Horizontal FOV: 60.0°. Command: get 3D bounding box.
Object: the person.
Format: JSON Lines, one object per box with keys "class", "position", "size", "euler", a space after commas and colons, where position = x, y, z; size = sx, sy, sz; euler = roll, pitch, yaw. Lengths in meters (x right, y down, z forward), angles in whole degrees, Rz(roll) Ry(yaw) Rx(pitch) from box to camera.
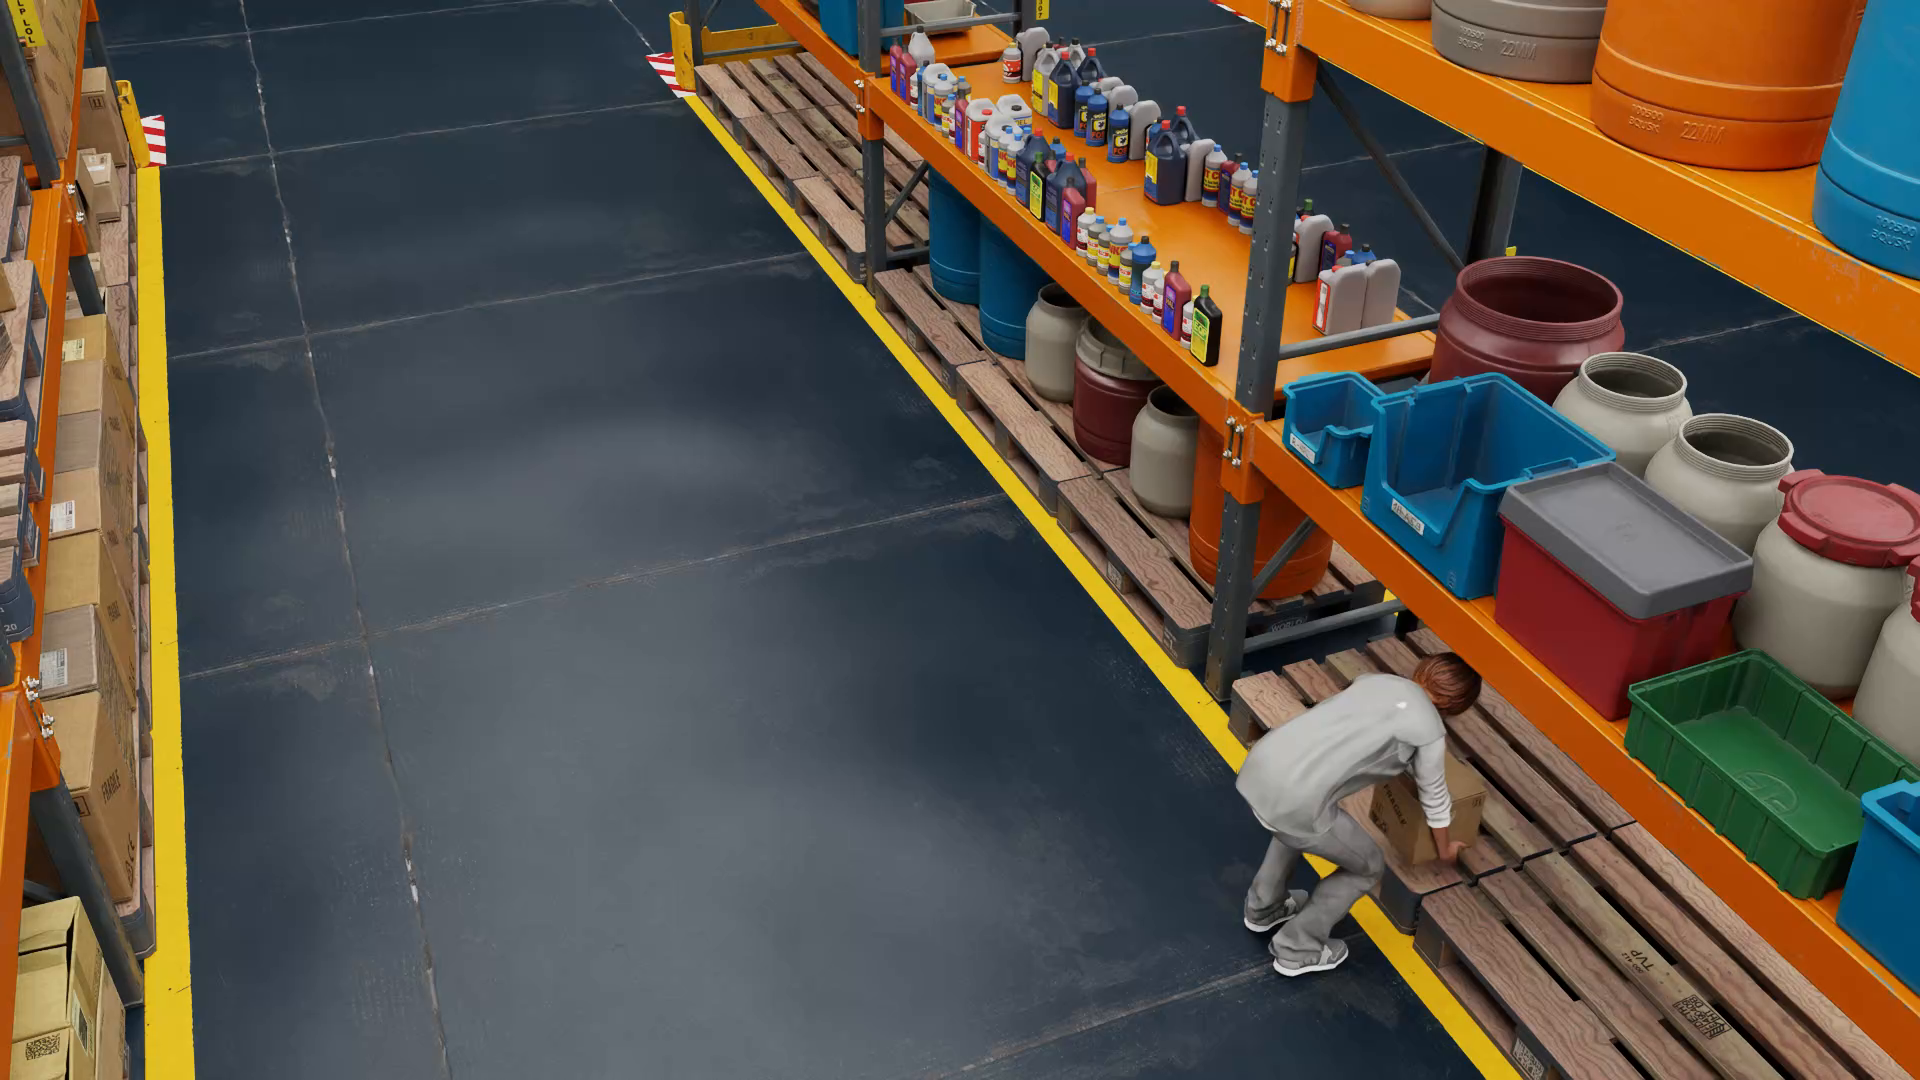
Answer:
{"class": "person", "position": [1.262, 0.878, 5.354], "size": [0.851, 1.032, 0.418], "euler": [-15, 37, -21]}
